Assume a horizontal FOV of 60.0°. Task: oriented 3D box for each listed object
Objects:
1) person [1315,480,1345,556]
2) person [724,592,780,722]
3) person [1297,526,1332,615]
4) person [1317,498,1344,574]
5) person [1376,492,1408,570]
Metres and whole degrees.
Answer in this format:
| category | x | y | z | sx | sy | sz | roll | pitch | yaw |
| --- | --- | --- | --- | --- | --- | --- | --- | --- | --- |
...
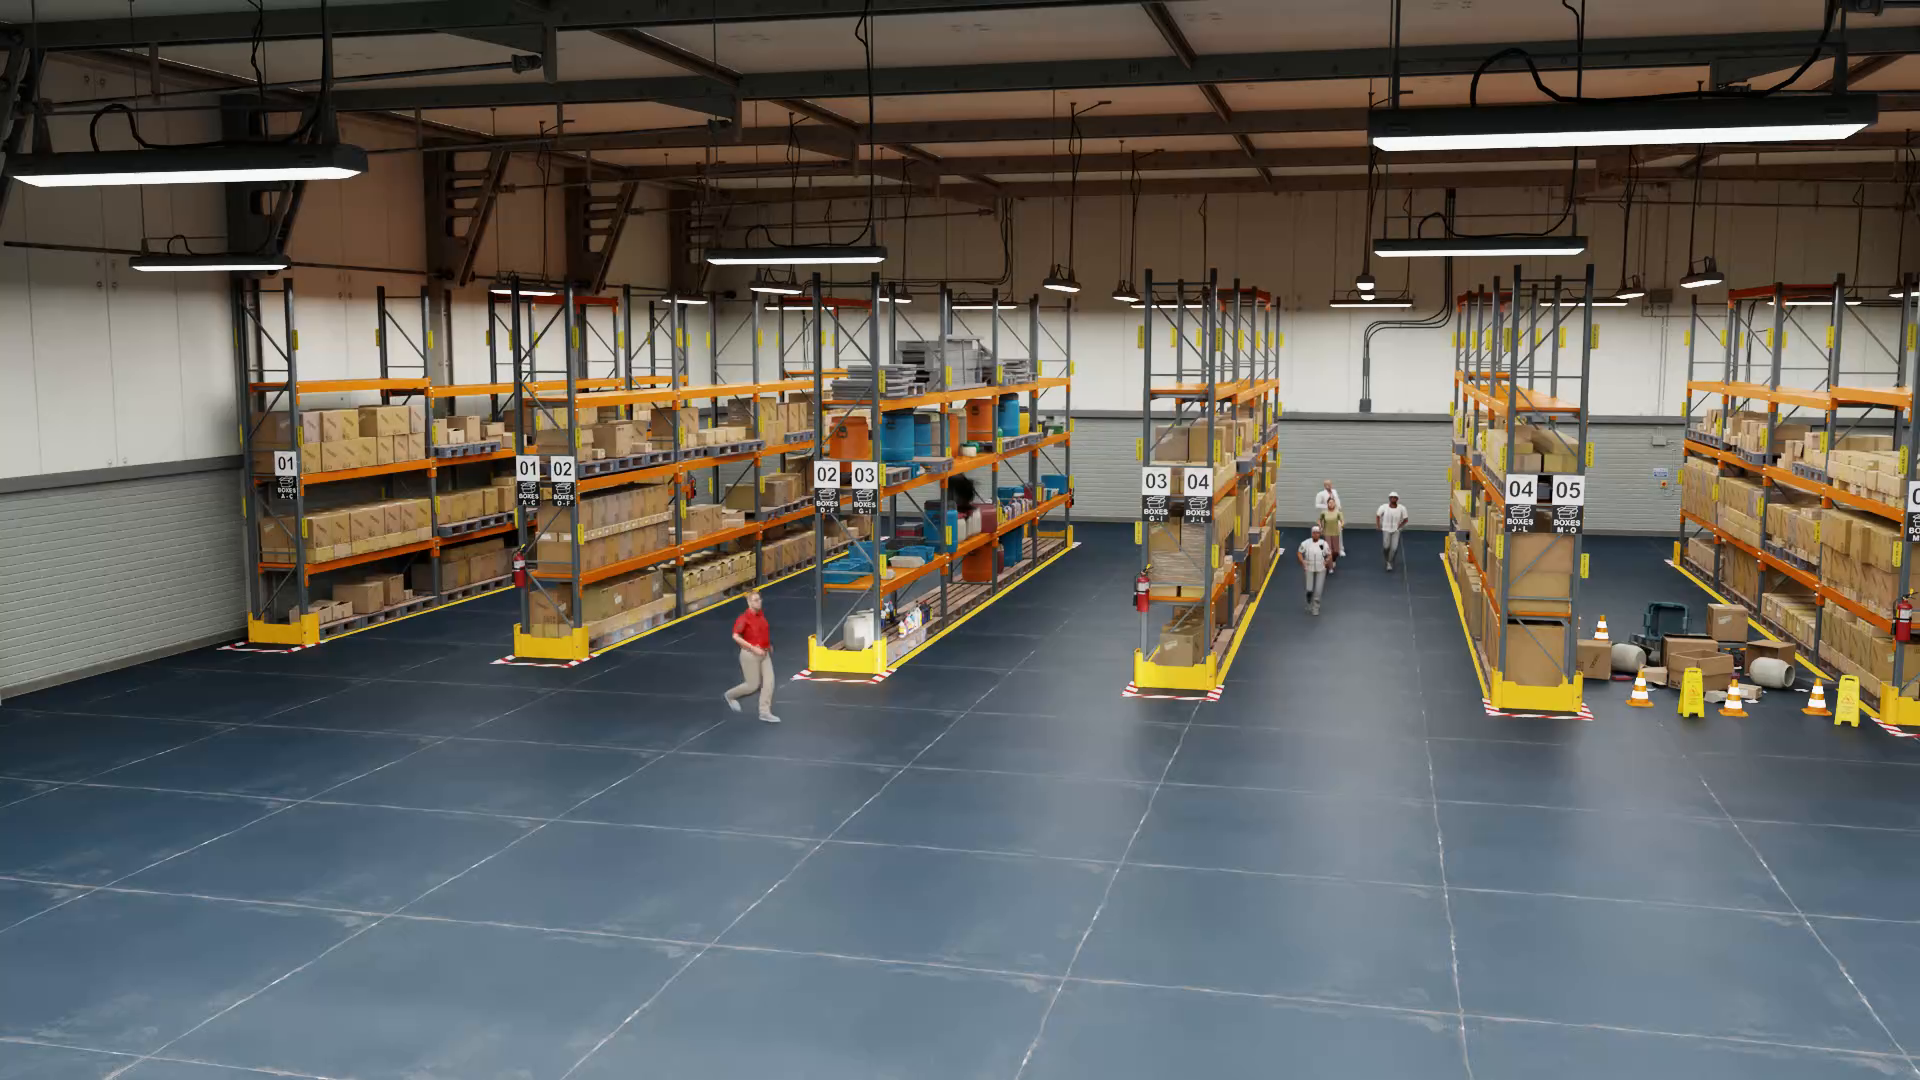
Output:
| category | x | y | z | sx | sy | sz | roll | pitch | yaw |
| --- | --- | --- | --- | --- | --- | --- | --- | --- | --- |
| person | 8.560 | -0.518 | 38.533 | 0.710 | 1.749 | 1.094 | -1 | 7 | -10 |
| person | -2.717 | 1.531 | 21.903 | 0.840 | 1.696 | 0.674 | 4 | 8 | 33 |
| person | 6.474 | 0.564 | 30.357 | 0.620 | 1.622 | 0.519 | 1 | 7 | 9 |
| person | 7.995 | -0.106 | 35.889 | 0.572 | 1.627 | 0.604 | 2 | 7 | 12 |
| person | 9.417 | -0.195 | 36.274 | 0.699 | 1.722 | 0.584 | 2 | 7 | 14 |
